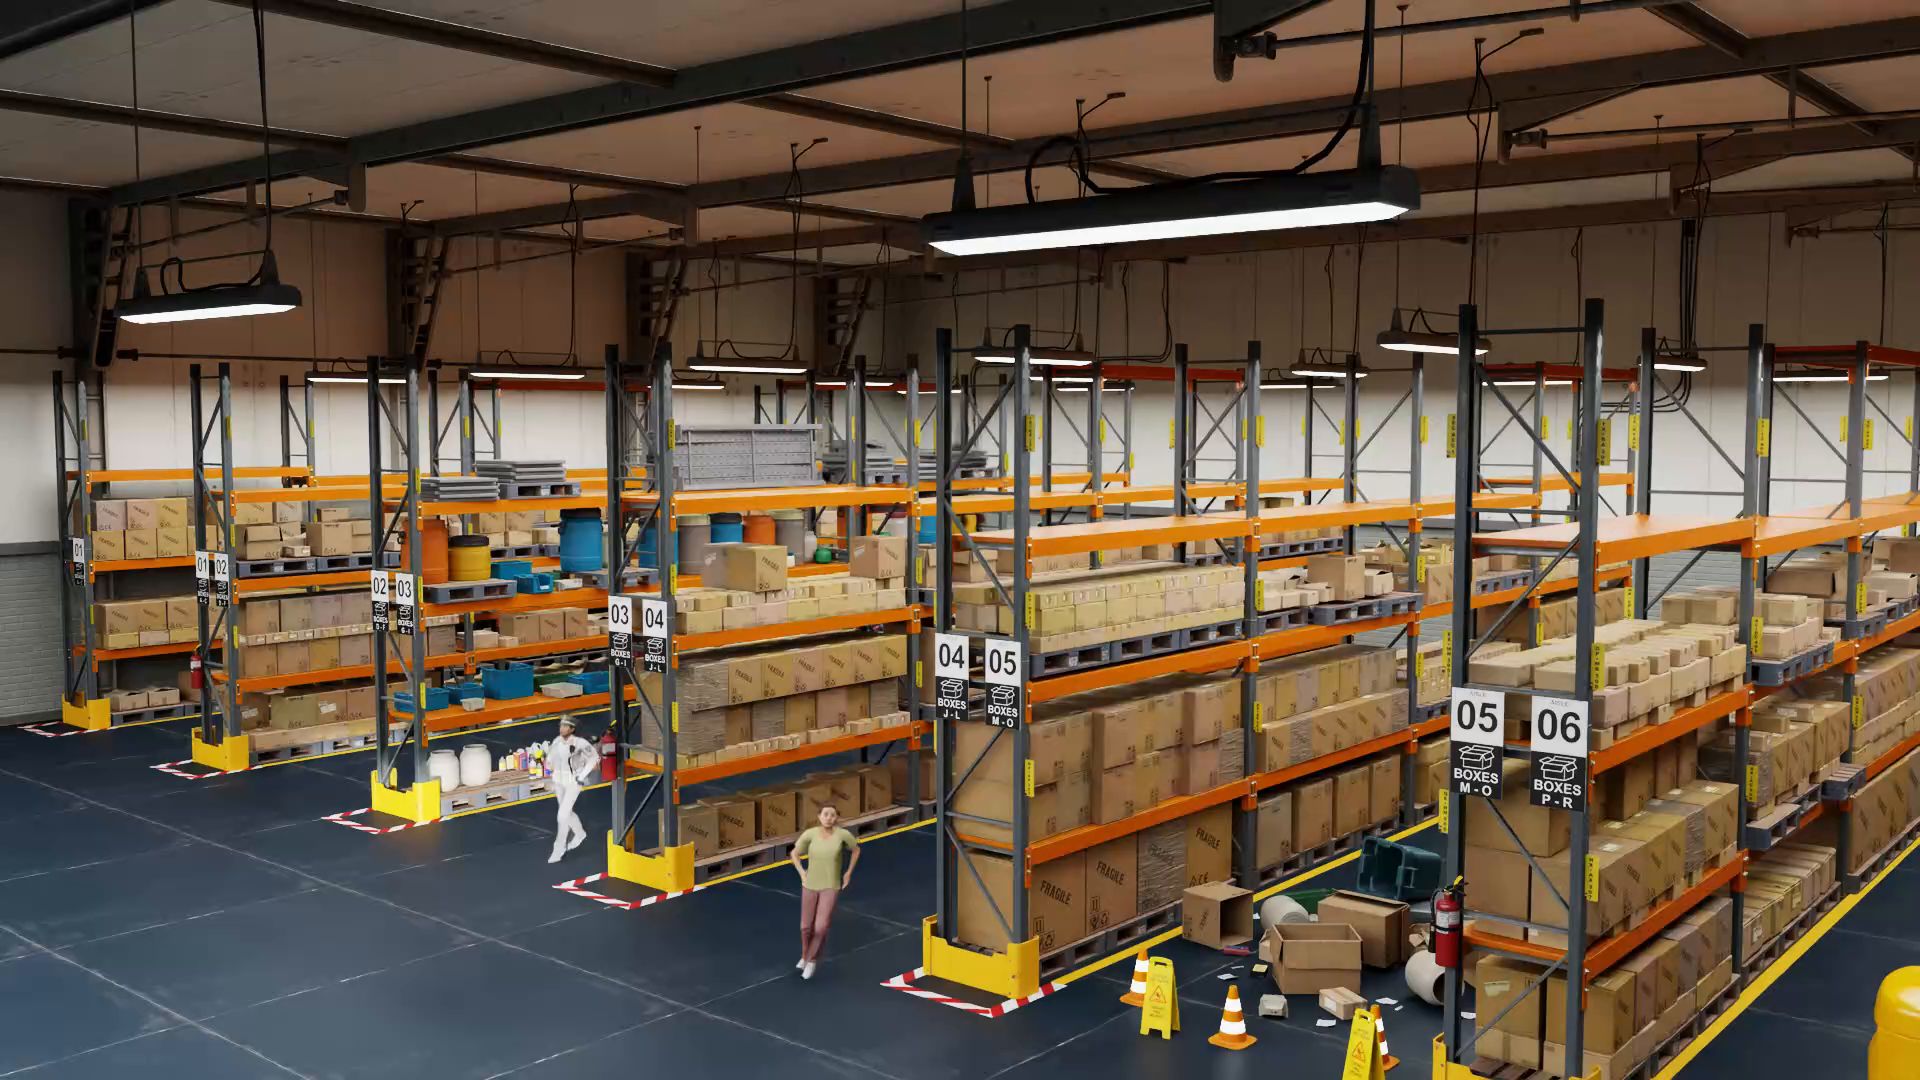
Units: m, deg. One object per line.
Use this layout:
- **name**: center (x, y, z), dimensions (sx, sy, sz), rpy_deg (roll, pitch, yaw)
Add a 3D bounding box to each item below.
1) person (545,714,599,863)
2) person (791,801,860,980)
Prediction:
- **person**: center (-4.600, 2.910, 19.669), dimensions (0.627, 1.762, 0.726), rpy_deg (2, 5, 27)
- **person**: center (-1.262, 3.226, 15.411), dimensions (0.622, 1.638, 0.647), rpy_deg (0, 4, 6)
